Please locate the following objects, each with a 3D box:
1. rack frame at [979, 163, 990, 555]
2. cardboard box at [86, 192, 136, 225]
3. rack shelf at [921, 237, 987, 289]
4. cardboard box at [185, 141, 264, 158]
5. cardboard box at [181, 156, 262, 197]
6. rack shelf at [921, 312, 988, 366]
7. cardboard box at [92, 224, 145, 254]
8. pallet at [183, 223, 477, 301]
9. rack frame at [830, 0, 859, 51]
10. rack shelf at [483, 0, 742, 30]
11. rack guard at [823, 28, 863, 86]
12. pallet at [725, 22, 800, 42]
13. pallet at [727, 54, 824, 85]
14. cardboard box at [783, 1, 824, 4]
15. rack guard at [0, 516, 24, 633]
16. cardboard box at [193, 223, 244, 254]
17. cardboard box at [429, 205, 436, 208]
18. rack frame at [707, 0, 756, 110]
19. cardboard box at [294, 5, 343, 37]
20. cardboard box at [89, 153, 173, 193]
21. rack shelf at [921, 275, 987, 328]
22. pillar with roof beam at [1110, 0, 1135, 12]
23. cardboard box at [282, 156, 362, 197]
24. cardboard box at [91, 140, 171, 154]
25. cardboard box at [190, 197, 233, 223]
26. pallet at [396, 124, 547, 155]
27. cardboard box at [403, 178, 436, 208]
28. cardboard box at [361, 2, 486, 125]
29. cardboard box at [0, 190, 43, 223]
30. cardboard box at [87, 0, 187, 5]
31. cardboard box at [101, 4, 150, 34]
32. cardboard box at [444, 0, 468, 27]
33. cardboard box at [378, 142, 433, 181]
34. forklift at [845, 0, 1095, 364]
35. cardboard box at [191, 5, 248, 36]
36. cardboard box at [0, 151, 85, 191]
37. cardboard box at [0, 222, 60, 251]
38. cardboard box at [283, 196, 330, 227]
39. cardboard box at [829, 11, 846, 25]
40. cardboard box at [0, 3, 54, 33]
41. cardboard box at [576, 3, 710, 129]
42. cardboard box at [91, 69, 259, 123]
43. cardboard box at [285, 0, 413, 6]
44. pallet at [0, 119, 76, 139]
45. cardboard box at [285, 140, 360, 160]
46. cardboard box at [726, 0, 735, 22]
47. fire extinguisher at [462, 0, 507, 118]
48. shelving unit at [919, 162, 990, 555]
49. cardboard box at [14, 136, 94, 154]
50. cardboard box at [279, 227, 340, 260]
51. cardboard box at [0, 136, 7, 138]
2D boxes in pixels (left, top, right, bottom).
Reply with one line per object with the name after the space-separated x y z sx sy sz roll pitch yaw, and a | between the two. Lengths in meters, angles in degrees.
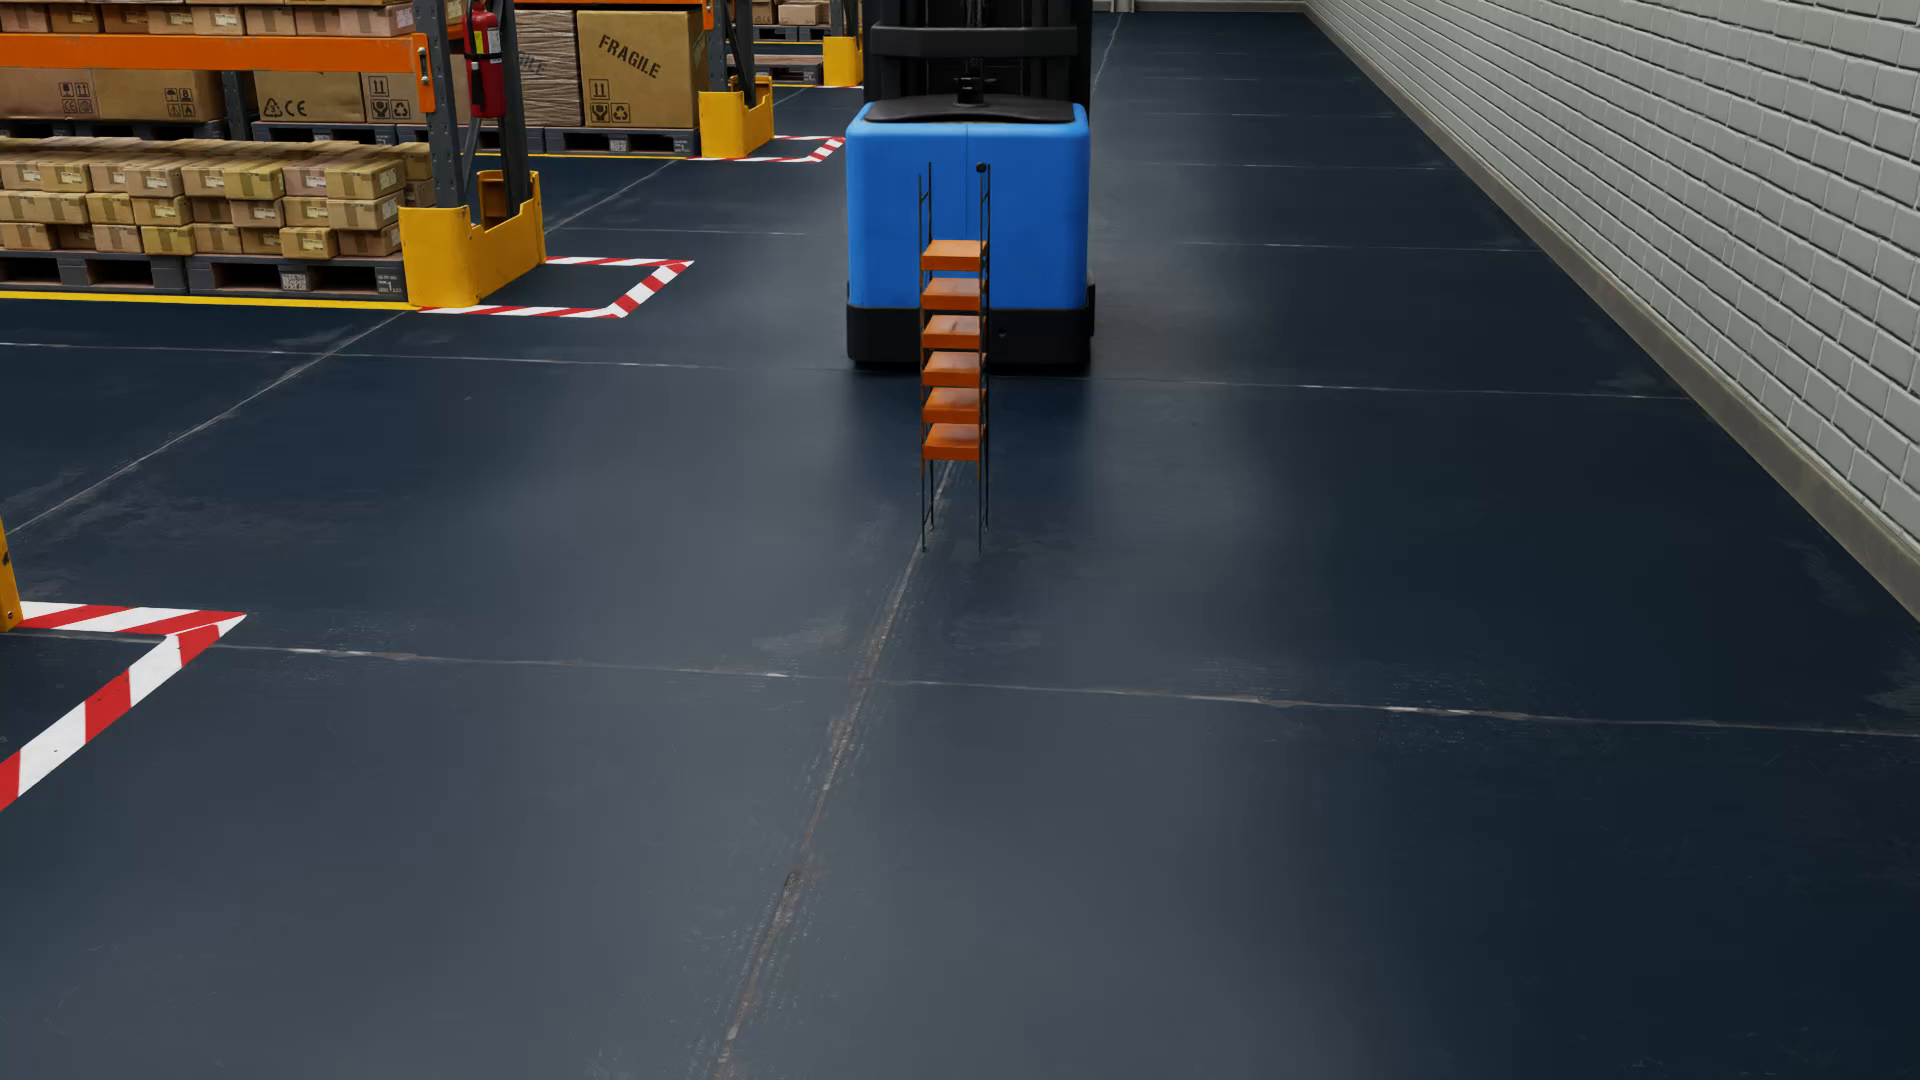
0.076 -0.555 5.211 0.006 1.200 0.240 2 22 6 | rack frame
-4.344 -1.766 8.728 0.250 0.149 0.380 4 22 9 | cardboard box
-0.014 -0.852 5.105 0.180 0.103 0.258 2 22 6 | rack shelf
-4.035 -2.096 9.159 0.250 0.149 0.380 3 22 8 | cardboard box
-3.822 -1.889 8.636 0.250 0.149 0.380 2 22 4 | cardboard box
-0.014 -0.629 5.193 0.180 0.103 0.258 2 22 6 | rack shelf
-4.345 -1.628 8.785 0.250 0.149 0.380 3 22 7 | cardboard box
-3.380 -1.536 9.039 1.213 0.211 1.003 2 22 6 | pallet
-1.235 -6.397 17.540 0.127 3.000 1.000 2 22 6 | rack frame
-3.804 -4.340 13.317 4.000 0.370 1.077 2 22 6 | rack shelf
-1.209 -5.238 18.009 0.348 0.500 1.175 2 22 6 | rack guard
-2.724 -6.999 22.857 1.213 0.211 1.003 2 22 6 | pallet
-2.049 -5.150 18.178 1.213 0.211 1.003 2 22 6 | pallet
-2.148 -7.301 22.969 0.500 0.250 0.500 2 22 6 | cardboard box
-2.960 0.193 4.271 0.348 0.500 1.175 2 22 6 | rack guard
-3.815 -1.621 8.766 0.250 0.149 0.380 3 22 7 | cardboard box
-2.984 -1.791 9.196 0.250 0.149 0.380 3 22 7 | cardboard box
-1.818 -4.588 12.966 0.127 3.000 1.000 2 22 6 | rack frame
-3.101 -2.600 8.279 0.250 0.149 0.380 2 22 6 | cardboard box
-4.344 -1.932 8.745 0.250 0.149 0.380 2 22 4 | cardboard box
-0.014 -0.740 5.149 0.180 0.103 0.258 2 22 6 | rack shelf
2.207 -11.431 22.113 0.400 9.000 9.100 2 22 6 | pillar with roof beam
-3.300 -1.890 8.638 0.250 0.149 0.380 3 22 7 | cardboard box
-4.552 -2.100 9.170 0.250 0.149 0.380 3 22 6 | cardboard box
-3.831 -1.779 8.762 0.250 0.149 0.380 2 22 6 | cardboard box
-3.829 -3.351 13.629 1.213 0.211 1.003 2 22 6 | pallet
-2.992 -1.906 9.083 0.250 0.149 0.380 3 22 9 | cardboard box
-4.250 -3.872 13.472 0.875 0.875 0.875 2 22 6 | cardboard box
-4.862 -1.787 8.783 0.250 0.149 0.380 2 22 6 | cardboard box
-3.994 -2.935 8.242 0.500 0.500 0.500 3 22 6 | cardboard box
-4.128 -2.664 8.439 0.250 0.149 0.380 2 22 4 | cardboard box
-2.785 -2.799 8.780 0.250 0.149 0.380 2 22 6 | cardboard box
-2.982 -2.075 9.105 0.250 0.149 0.380 2 22 4 | cardboard box
0.092 -2.615 8.067 1.130 2.935 3.031 1 22 2 | forklift
-3.608 -2.608 8.299 0.250 0.149 0.380 3 22 8 | cardboard box
-4.848 -1.958 8.811 0.250 0.149 0.380 2 22 4 | cardboard box
-4.857 -1.650 8.840 0.250 0.149 0.380 2 22 5 | cardboard box
-3.313 -1.739 8.661 0.250 0.149 0.380 2 22 5 | cardboard box
-1.609 -7.076 22.513 0.250 0.166 0.380 2 22 6 | cardboard box
-4.646 -2.672 8.461 0.250 0.149 0.380 3 22 8 | cardboard box
-2.463 -3.794 13.275 0.875 0.875 0.875 2 22 6 | cardboard box
-6.428 -3.989 13.768 0.875 0.875 1.225 3 22 6 | cardboard box
-2.978 -2.892 8.134 0.500 0.500 0.500 3 22 7 | cardboard box
-7.780 -3.522 14.062 1.213 0.211 1.003 2 22 6 | pallet
-3.505 -2.100 9.170 0.250 0.149 0.380 2 22 6 | cardboard box
-3.276 -7.379 23.082 0.500 0.311 0.500 2 22 6 | cardboard box
-2.306 -2.393 8.025 0.183 0.674 0.296 2 22 6 | fire extinguisher
-0.014 -0.559 5.221 0.189 1.200 0.258 2 22 6 | shelving unit
-5.055 -2.158 9.316 0.250 0.149 0.380 1 22 4 | cardboard box
-3.316 -1.572 8.643 0.250 0.149 0.380 3 22 8 | cardboard box
-5.584 -2.176 9.361 0.250 0.149 0.380 2 22 6 | cardboard box
